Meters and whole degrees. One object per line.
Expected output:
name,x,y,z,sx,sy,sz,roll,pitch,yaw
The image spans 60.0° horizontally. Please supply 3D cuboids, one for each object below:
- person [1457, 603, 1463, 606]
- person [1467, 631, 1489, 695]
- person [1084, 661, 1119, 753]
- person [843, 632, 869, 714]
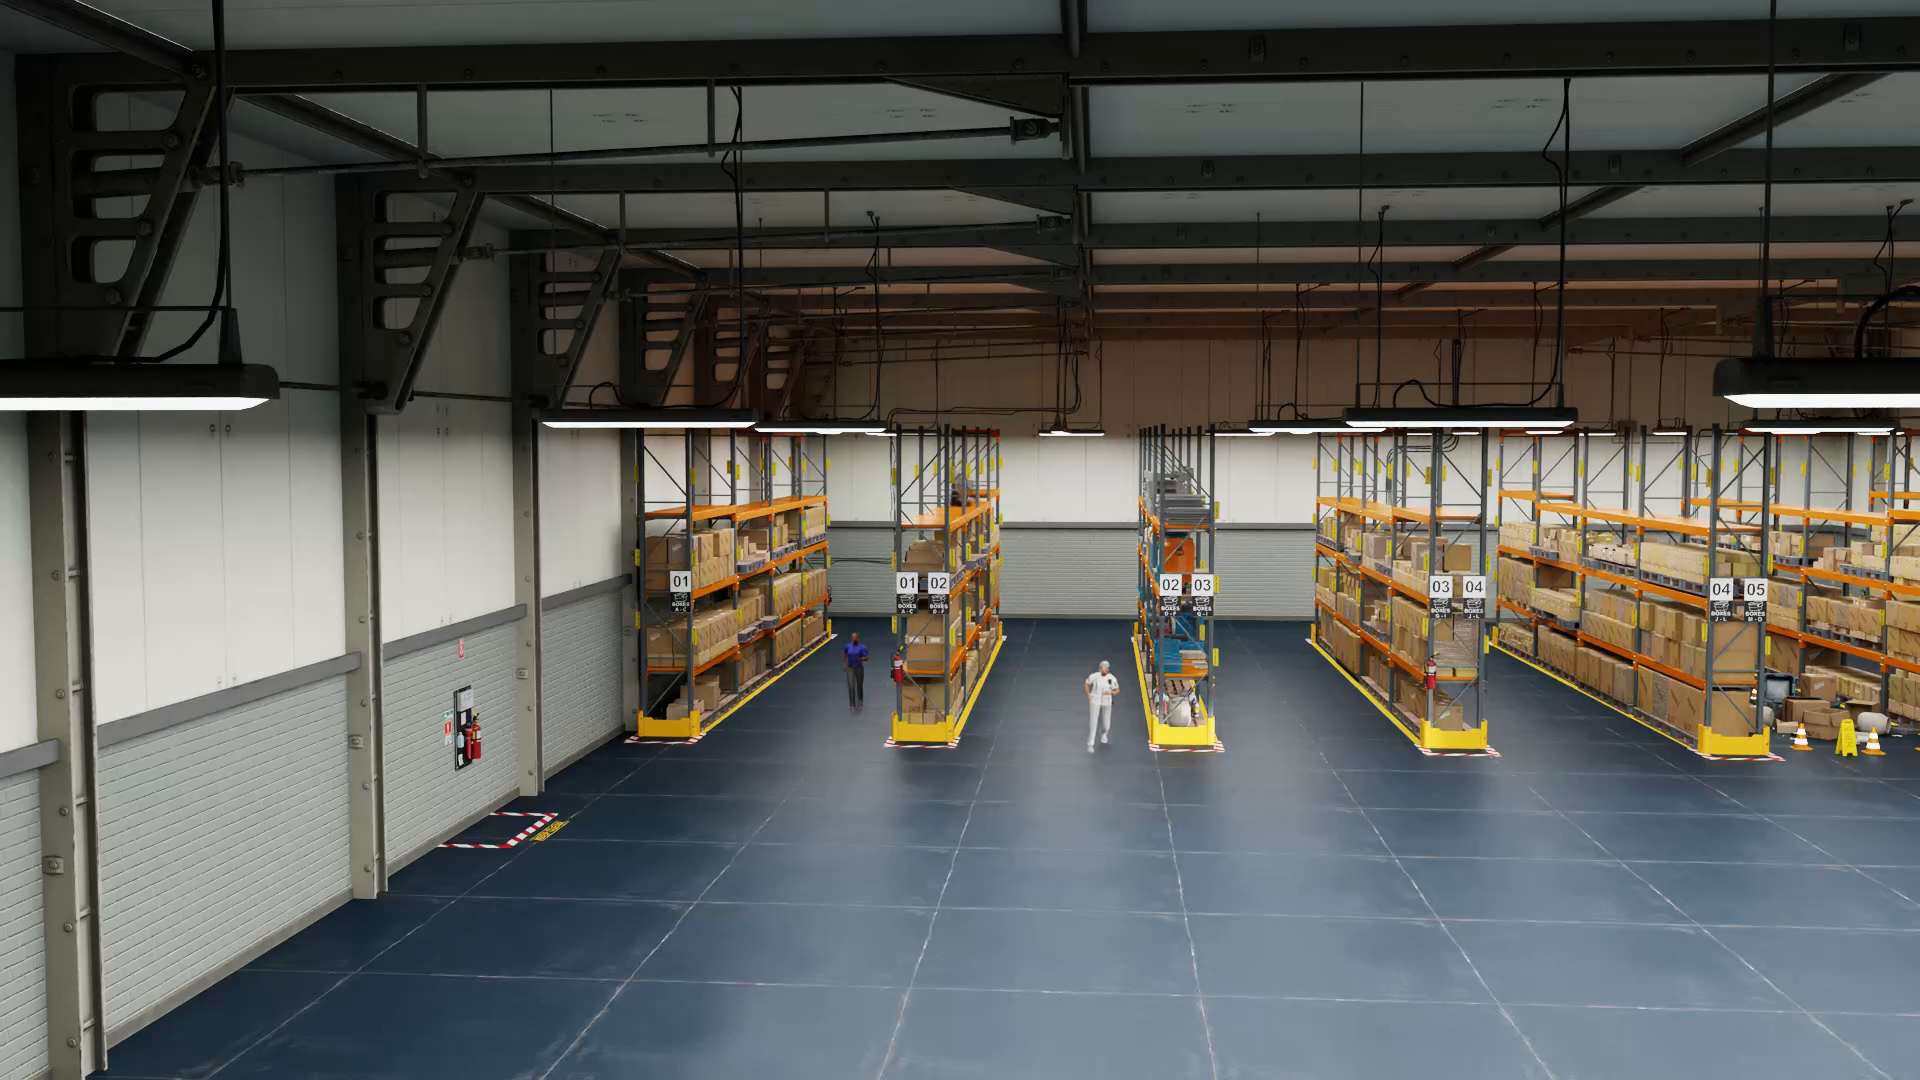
person,13.809,2.103,46.836,0.535,1.534,0.781,-2,4,-32
person,11.676,2.605,37.506,0.606,1.646,0.925,0,3,-4
person,2.622,3.053,30.720,0.640,1.656,0.895,0,3,-3
person,-2.182,2.748,34.855,0.567,1.661,0.933,0,3,2
